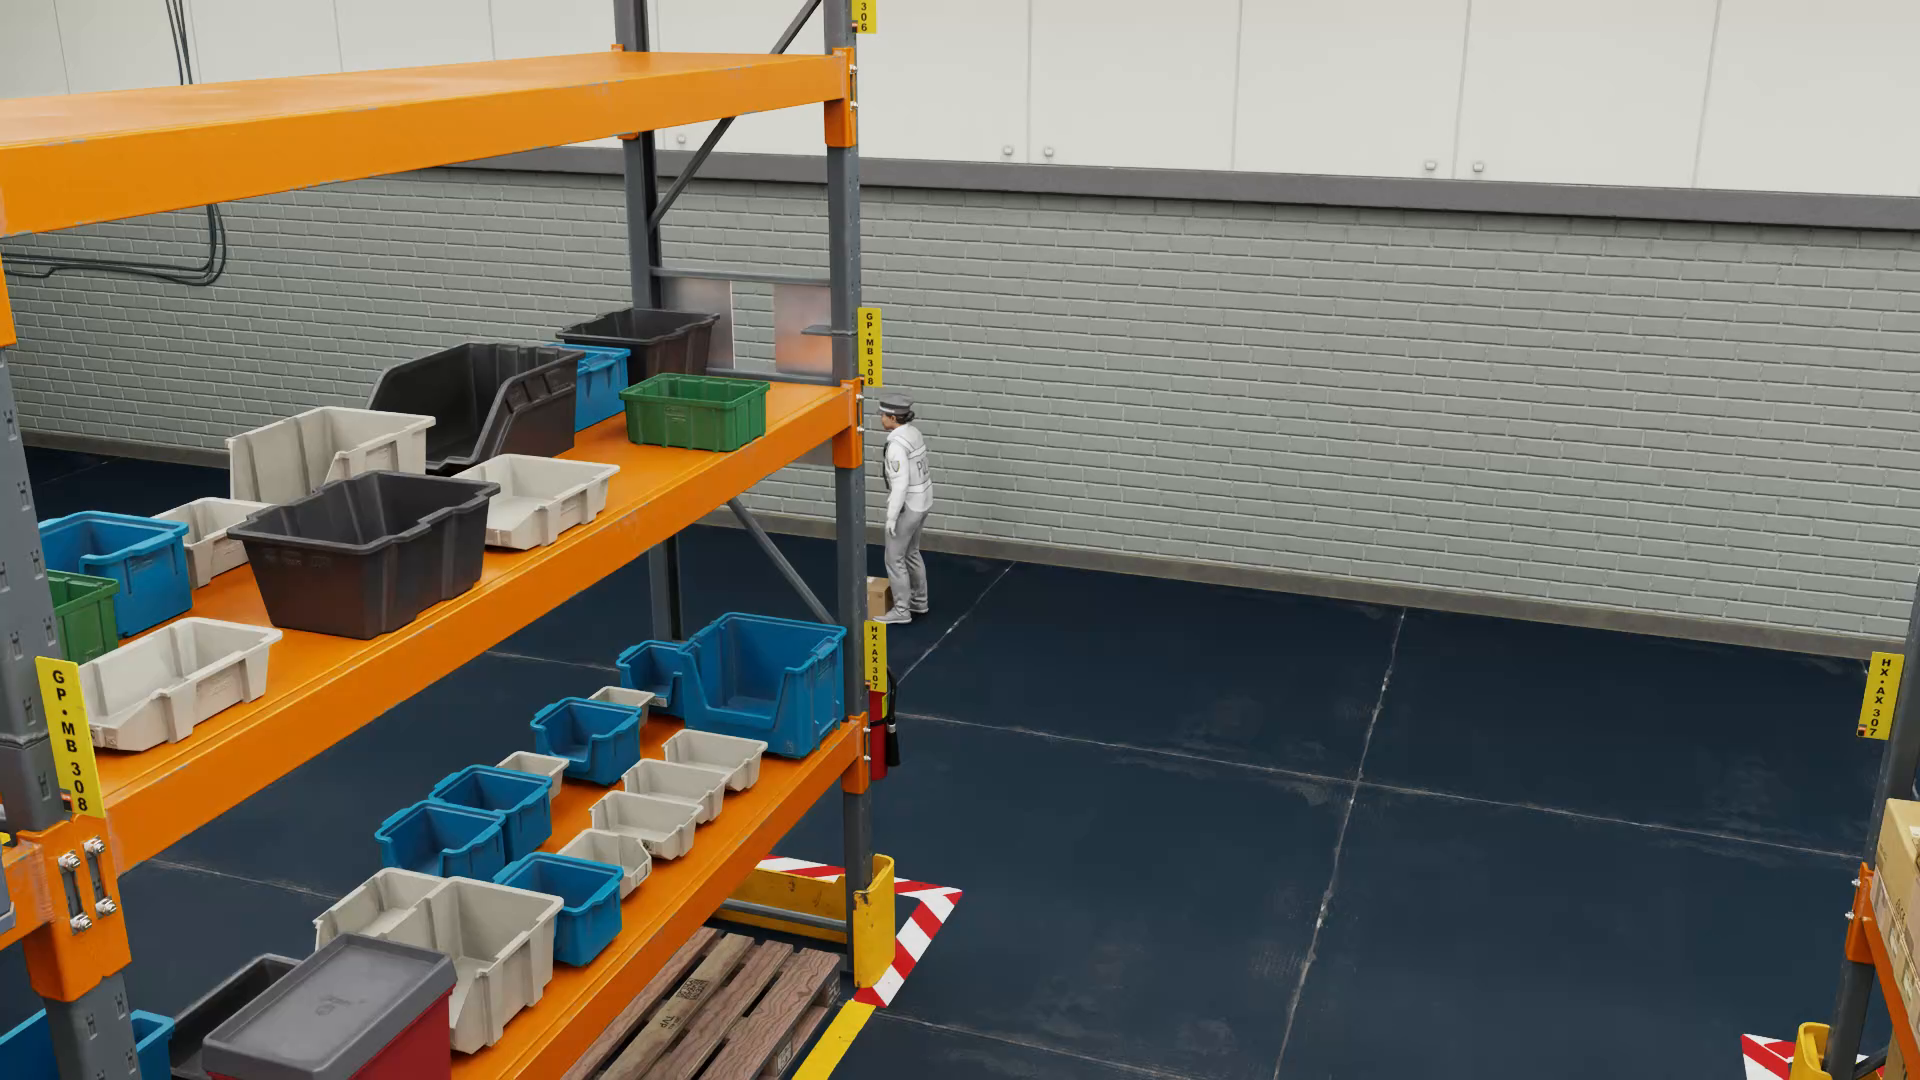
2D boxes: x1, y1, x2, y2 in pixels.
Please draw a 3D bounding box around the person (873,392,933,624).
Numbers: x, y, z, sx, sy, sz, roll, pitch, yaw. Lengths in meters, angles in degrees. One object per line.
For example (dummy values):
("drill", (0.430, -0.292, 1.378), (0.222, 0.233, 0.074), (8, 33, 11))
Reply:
("person", (-0.409, -0.216, 11.693), (0.411, 1.662, 0.547), (5, 19, 15))
